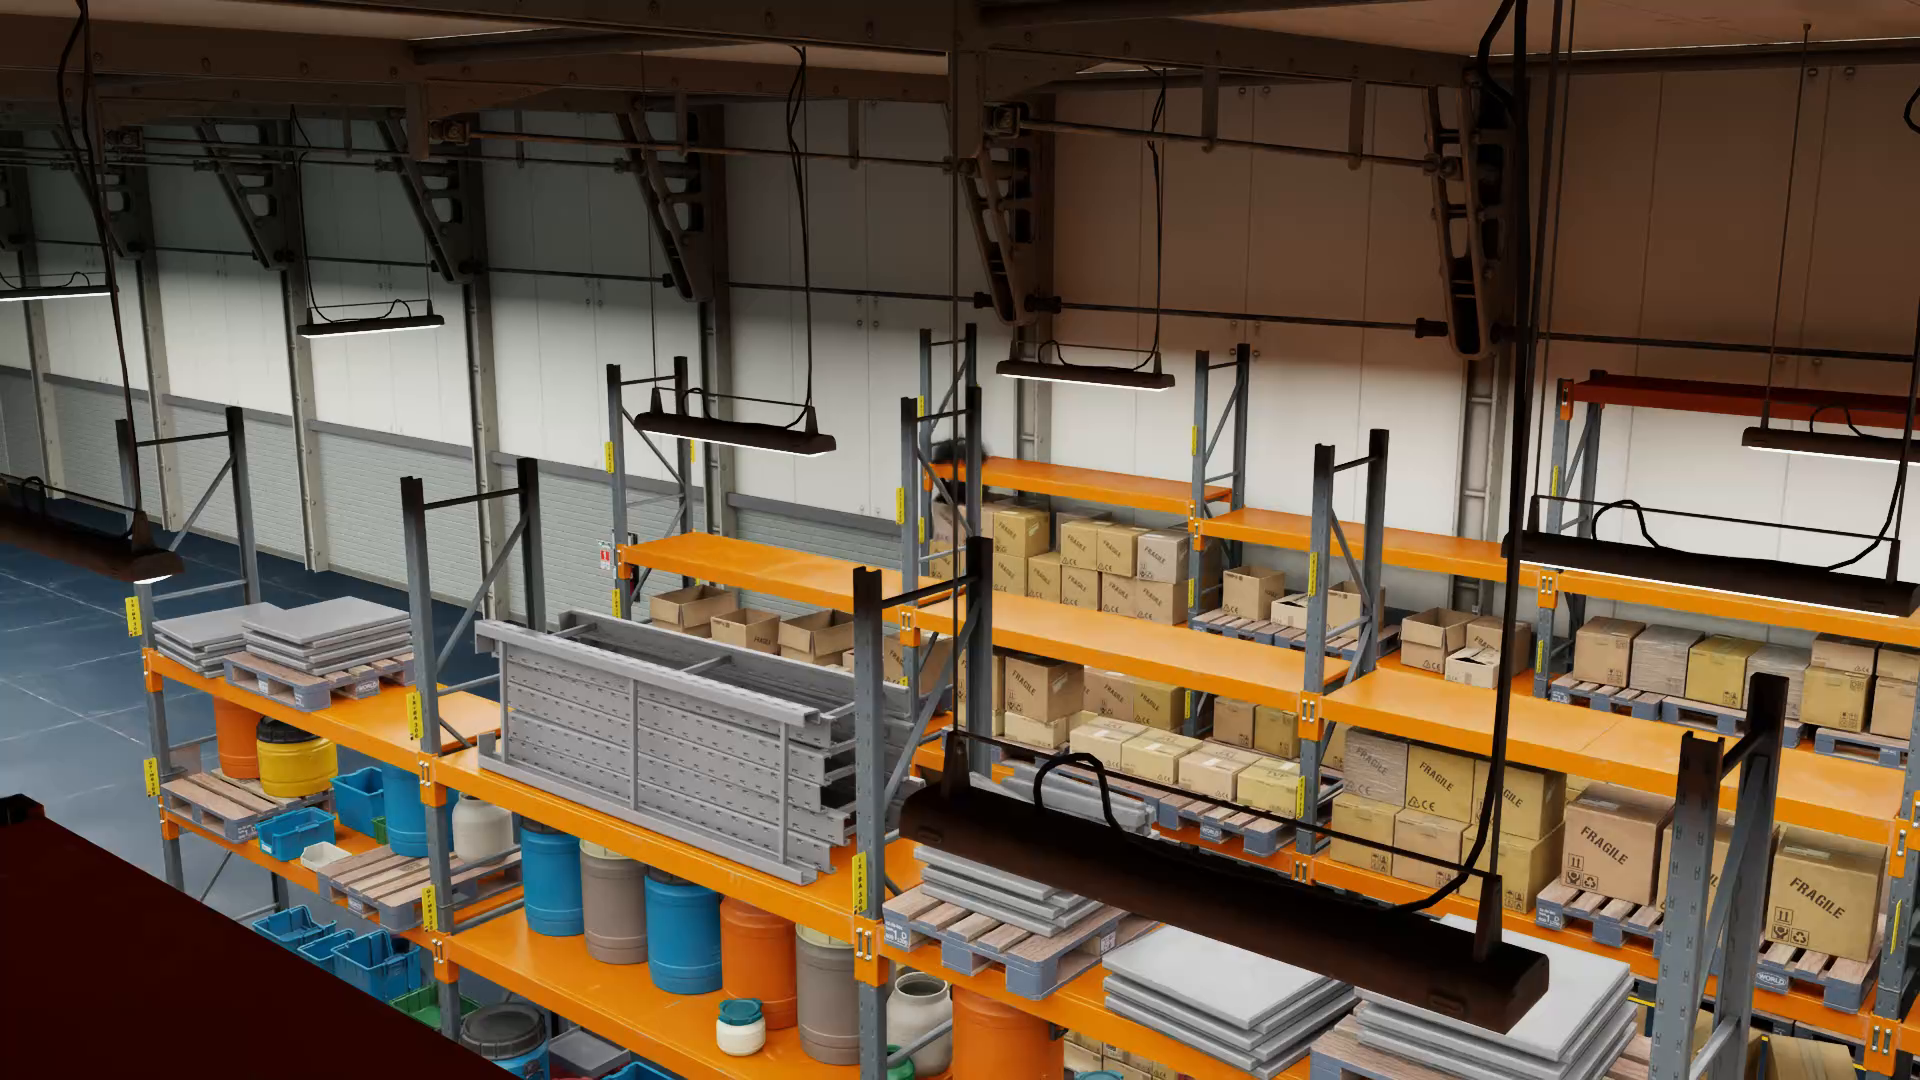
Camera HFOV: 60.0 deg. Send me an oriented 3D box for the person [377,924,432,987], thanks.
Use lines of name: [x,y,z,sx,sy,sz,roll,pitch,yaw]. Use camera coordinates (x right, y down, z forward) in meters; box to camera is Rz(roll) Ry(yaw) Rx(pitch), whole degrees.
person: [-5.347,3.800,15.904,0.704,1.637,0.566,2,13,10]
